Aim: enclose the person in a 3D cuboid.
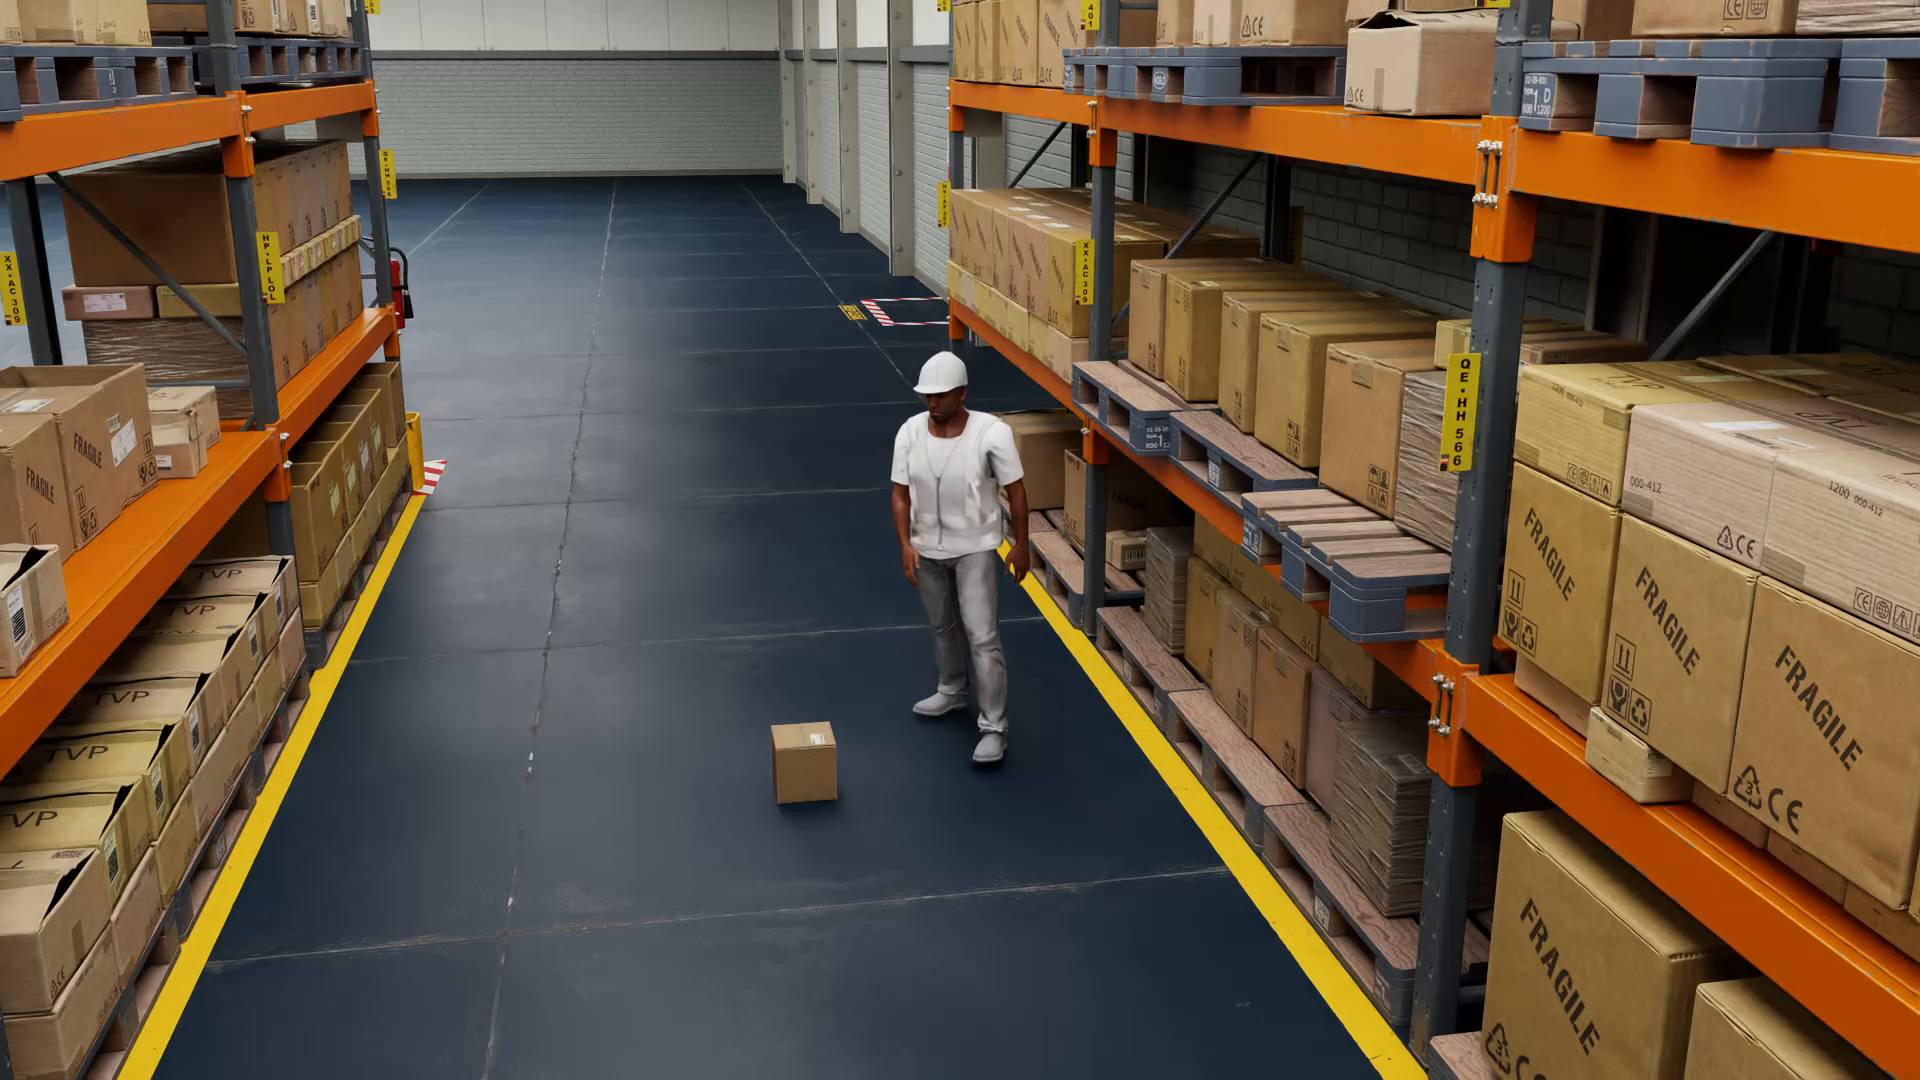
[{"bbox_3d":[-0.007,0.044,7.313,0.667,1.741,0.708,8,18,26],"label":"person"}]
